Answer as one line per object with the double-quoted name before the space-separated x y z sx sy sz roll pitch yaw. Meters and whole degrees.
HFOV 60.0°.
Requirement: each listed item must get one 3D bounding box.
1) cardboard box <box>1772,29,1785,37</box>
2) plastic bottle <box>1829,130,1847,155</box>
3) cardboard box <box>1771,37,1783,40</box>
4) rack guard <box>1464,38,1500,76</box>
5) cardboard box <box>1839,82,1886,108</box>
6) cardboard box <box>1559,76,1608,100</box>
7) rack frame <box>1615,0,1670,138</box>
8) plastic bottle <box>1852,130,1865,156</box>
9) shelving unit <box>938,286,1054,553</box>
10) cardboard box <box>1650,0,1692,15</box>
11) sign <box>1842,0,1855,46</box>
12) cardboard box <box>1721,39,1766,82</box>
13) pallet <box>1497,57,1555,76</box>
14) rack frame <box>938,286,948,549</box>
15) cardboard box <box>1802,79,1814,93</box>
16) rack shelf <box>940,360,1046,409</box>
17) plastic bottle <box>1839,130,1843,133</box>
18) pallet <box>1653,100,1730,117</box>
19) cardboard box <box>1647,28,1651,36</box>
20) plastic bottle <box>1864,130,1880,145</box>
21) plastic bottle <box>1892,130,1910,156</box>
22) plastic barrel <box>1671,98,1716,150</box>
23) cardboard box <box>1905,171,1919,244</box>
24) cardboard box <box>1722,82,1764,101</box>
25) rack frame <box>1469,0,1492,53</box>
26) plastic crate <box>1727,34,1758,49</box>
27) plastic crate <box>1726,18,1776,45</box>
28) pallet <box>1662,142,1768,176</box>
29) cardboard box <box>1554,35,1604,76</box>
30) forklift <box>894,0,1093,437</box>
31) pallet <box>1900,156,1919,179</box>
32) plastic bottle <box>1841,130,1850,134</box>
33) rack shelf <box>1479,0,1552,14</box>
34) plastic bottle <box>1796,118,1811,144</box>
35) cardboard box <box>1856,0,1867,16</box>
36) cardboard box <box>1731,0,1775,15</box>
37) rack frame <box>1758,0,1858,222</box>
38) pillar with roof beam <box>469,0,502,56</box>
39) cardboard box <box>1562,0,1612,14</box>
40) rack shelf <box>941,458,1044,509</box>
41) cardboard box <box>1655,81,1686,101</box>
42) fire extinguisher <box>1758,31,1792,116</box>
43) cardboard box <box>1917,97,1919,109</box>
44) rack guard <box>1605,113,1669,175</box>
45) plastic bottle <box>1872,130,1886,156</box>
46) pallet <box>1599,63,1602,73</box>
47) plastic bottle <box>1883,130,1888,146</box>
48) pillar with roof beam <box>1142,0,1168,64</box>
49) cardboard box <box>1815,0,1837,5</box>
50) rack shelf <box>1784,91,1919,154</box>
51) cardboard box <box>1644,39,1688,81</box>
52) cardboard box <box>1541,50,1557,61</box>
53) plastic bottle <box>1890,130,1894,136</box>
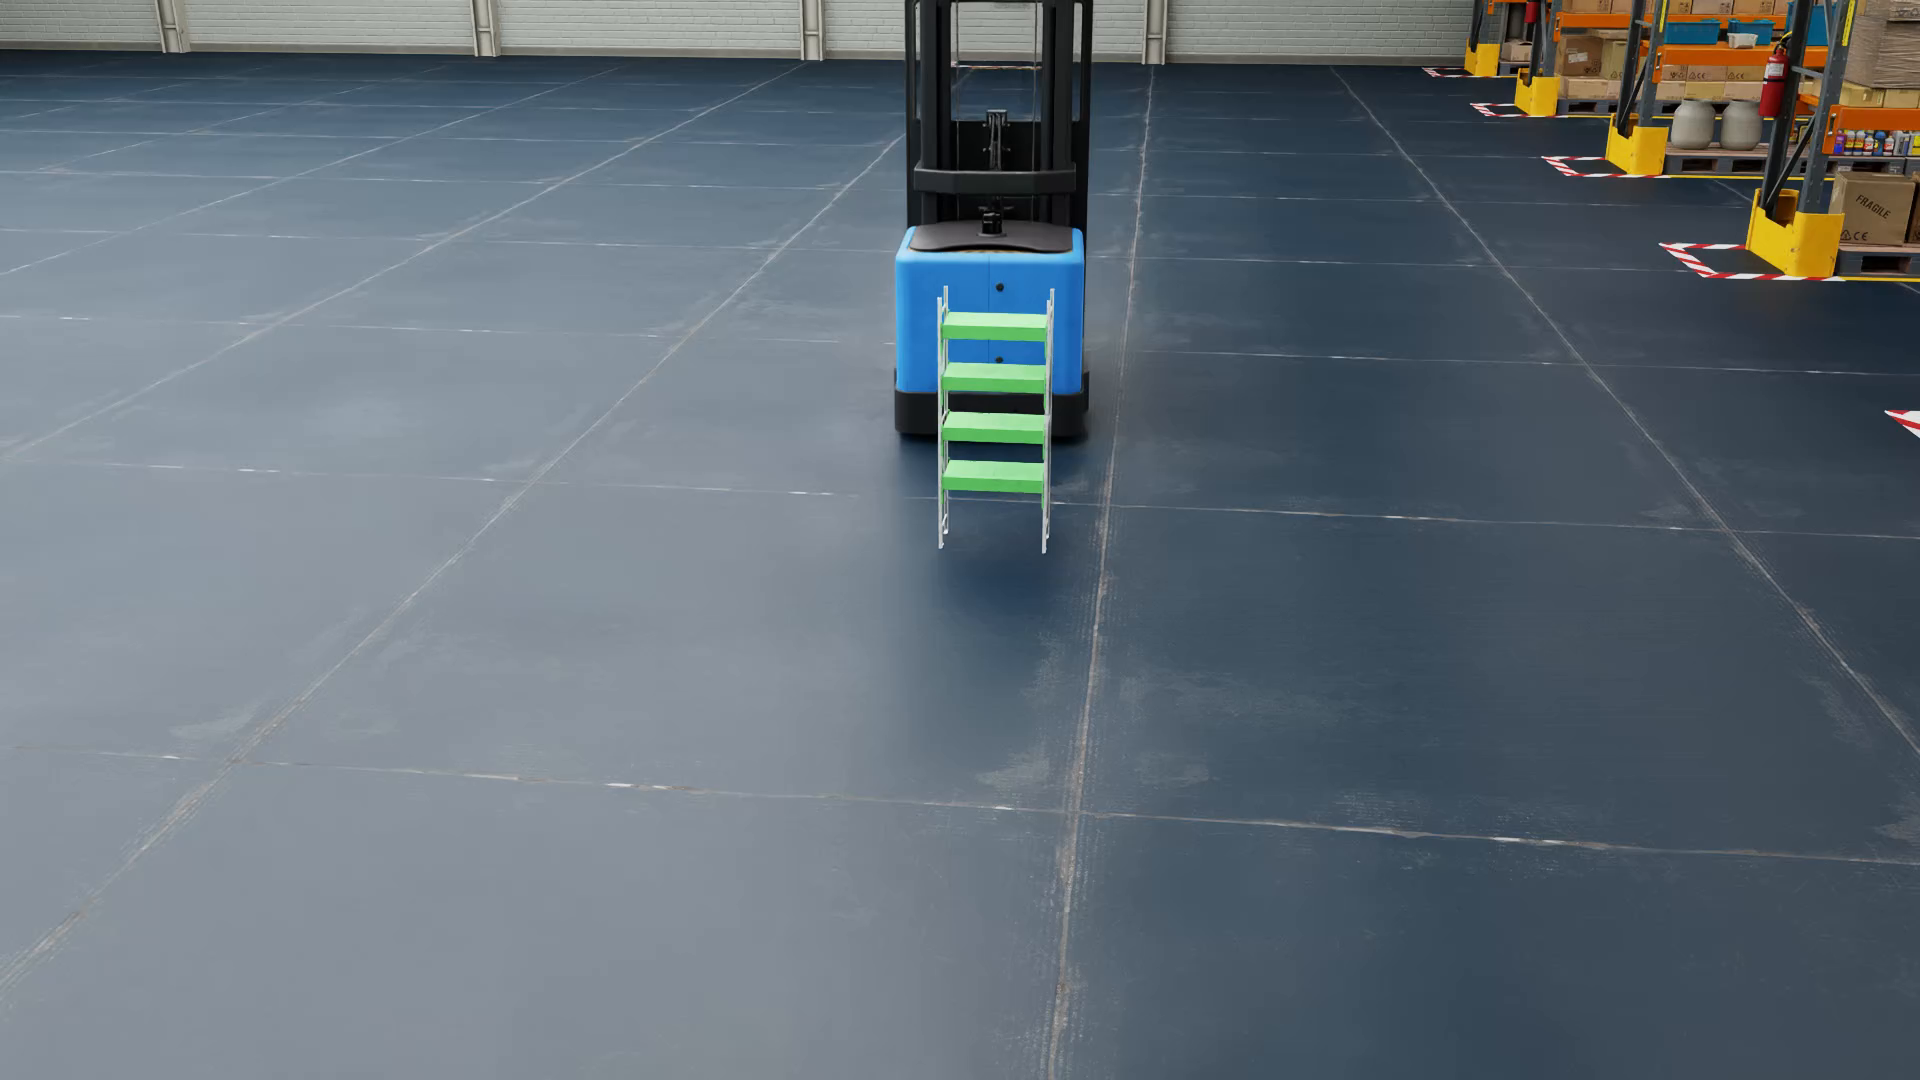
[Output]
"cardboard box" 13.225 -7.968 26.816 0.500 0.500 0.700 3 22 8
"plastic bottle" 9.341 -4.241 17.682 0.133 0.283 0.061 3 22 7
"cardboard box" 10.992 -6.562 22.606 0.500 0.500 0.500 2 22 6
"rack guard" 8.596 -7.959 27.392 0.348 0.500 1.175 2 22 6
"cardboard box" 7.026 -3.483 13.012 0.250 0.149 0.380 2 22 6
"cardboard box" 8.447 -6.128 22.530 0.500 0.250 0.500 2 22 6
"rack frame" 7.354 -5.508 17.792 0.127 3.000 1.000 2 22 6
"plastic bottle" 9.558 -4.232 17.678 0.097 0.271 0.097 0 22 0
"shelving unit" 0.164 -0.551 7.701 0.503 1.200 0.258 2 22 6
"cardboard box" 9.417 -7.293 22.172 0.500 0.500 0.700 3 22 7
"sign" 6.708 -3.904 12.557 0.005 0.325 0.100 2 22 6
"cardboard box" 10.435 -6.395 22.184 0.500 0.500 0.500 2 22 6
"pallet" 9.398 -7.777 27.323 1.213 0.211 1.003 2 22 6
"rack frame" -0.078 -0.561 7.728 0.015 1.200 0.240 2 22 6
"cardboard box" 11.427 -6.000 22.205 0.500 0.250 0.500 2 22 6
"rack shelf" 0.164 -0.715 7.636 0.480 0.148 0.258 2 22 6
"plastic bottle" 9.618 -4.418 18.244 0.097 0.201 0.097 0 22 0
"pallet" 9.913 -5.948 22.697 1.213 0.211 1.003 2 22 6
"cardboard box" 11.457 -8.024 26.958 0.500 0.500 0.500 1 22 2
"plastic bottle" 9.972 -4.431 18.173 0.135 0.276 0.152 2 22 6
"plastic bottle" 9.981 -4.226 17.656 0.135 0.276 0.152 3 22 7
"plastic barrel" 8.017 -4.546 18.170 0.421 0.512 0.421 0 22 0
"cardboard box" 7.987 -2.686 13.482 0.500 0.500 0.500 8 23 20
"cardboard box" 10.433 -6.041 22.310 0.500 0.250 0.500 2 22 6
"rack frame" 8.520 -9.125 26.941 0.127 3.000 1.000 2 22 6
"plastic crate" 8.205 -5.229 17.445 0.250 0.136 0.298 2 22 6
"plastic crate" 8.531 -5.496 17.964 0.408 0.251 0.499 2 22 6
"pallet" 8.241 -4.188 18.245 1.213 0.211 1.003 2 22 6
"cardboard box" 8.508 -6.667 22.872 0.500 0.500 0.500 2 22 6
"forklift" 0.237 -2.431 10.102 1.130 2.935 3.031 1 22 3
"pallet" 10.664 -4.082 17.978 1.213 0.211 1.003 2 22 6
"plastic bottle" 9.779 -4.528 18.319 0.185 0.351 0.144 3 22 9
"rack shelf" 10.506 -8.704 26.854 4.000 0.370 1.077 2 22 6
"plastic bottle" 9.348 -4.531 18.418 0.133 0.283 0.061 3 22 8
"cardboard box" 7.347 -4.416 13.129 0.500 0.500 0.500 2 22 6
"cardboard box" 10.449 -7.250 22.062 0.500 0.500 0.700 3 22 7
"rack frame" 6.771 -3.699 13.217 0.127 3.000 1.000 2 22 6
"pillar with roof beam" -9.065 -11.407 24.554 0.400 9.000 9.100 2 22 6
"cardboard box" 8.403 -7.338 22.284 0.500 0.500 0.700 3 22 6
"rack shelf" 0.164 -0.268 7.813 0.480 0.148 0.258 2 22 6
"cardboard box" 9.441 -6.086 22.423 0.500 0.250 0.500 2 22 6
"fire extinguisher" 6.712 -3.837 13.670 0.183 0.674 0.296 2 22 6
"cardboard box" 7.519 -3.449 12.926 0.250 0.149 0.380 2 22 6
"rack guard" 7.435 -4.359 18.286 0.348 0.500 1.175 2 22 6
"plastic bottle" 9.759 -4.223 17.655 0.097 0.271 0.097 0 22 0
"pallet" 10.606 -7.723 27.188 1.213 0.211 1.003 2 22 6
"plastic bottle" 10.227 -4.493 18.321 0.133 0.283 0.061 3 22 9
"pillar with roof beam" 2.852 -10.888 23.241 0.400 9.000 9.100 2 22 6
"cardboard box" 11.472 -7.206 21.952 0.500 0.500 0.700 2 22 5
"rack shelf" 8.757 -3.278 13.131 4.000 0.370 1.077 2 22 6
"cardboard box" 9.442 -6.439 22.296 0.500 0.500 0.500 2 22 6
"cardboard box" 9.763 -7.992 27.133 0.500 0.311 0.500 4 22 11
"plastic bottle" 9.993 -4.268 17.753 0.133 0.283 0.061 2 22 6
